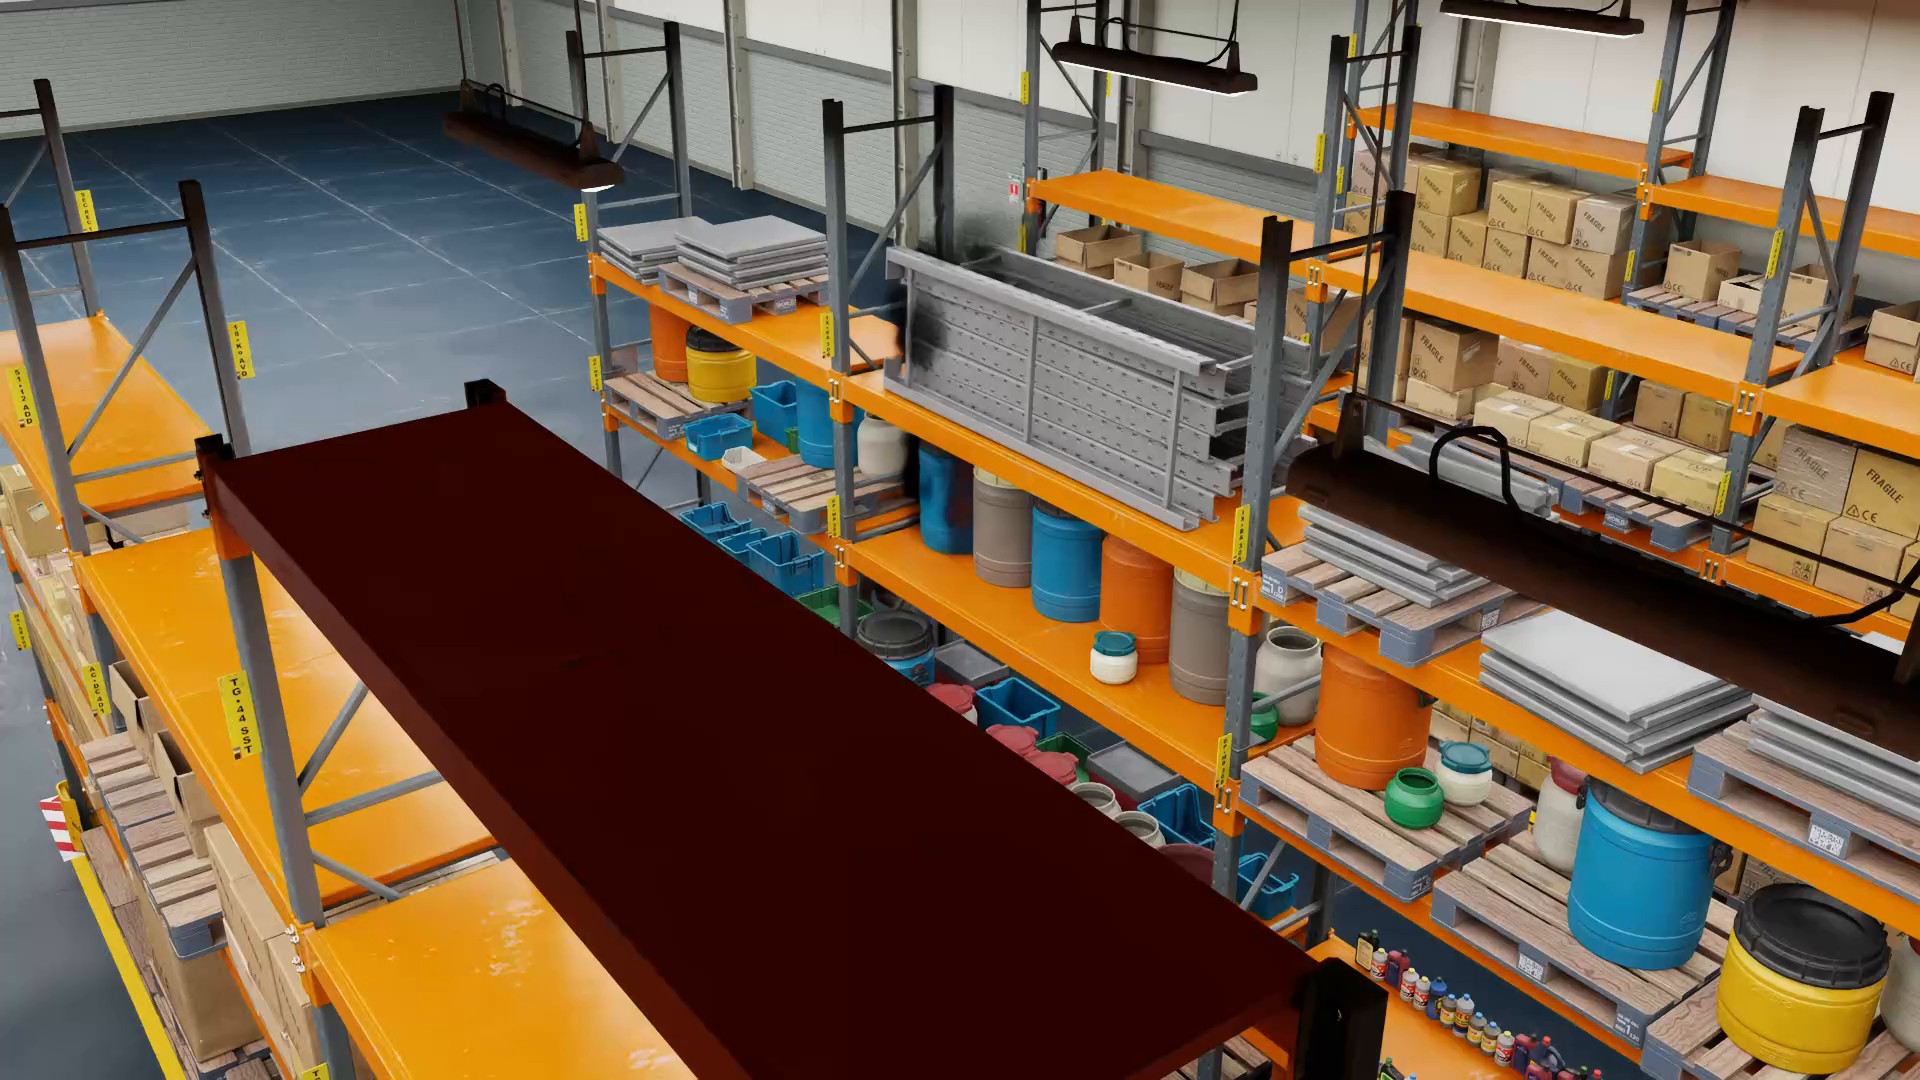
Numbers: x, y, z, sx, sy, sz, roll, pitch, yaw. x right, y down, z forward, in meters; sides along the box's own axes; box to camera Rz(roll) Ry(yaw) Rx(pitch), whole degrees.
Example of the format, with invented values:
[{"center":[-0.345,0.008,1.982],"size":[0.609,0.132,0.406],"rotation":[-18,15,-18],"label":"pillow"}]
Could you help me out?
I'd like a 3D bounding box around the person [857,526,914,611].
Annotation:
[{"center":[-0.783,0.343,16.468],"size":[0.832,1.478,0.662],"rotation":[21,32,38],"label":"person"}]
